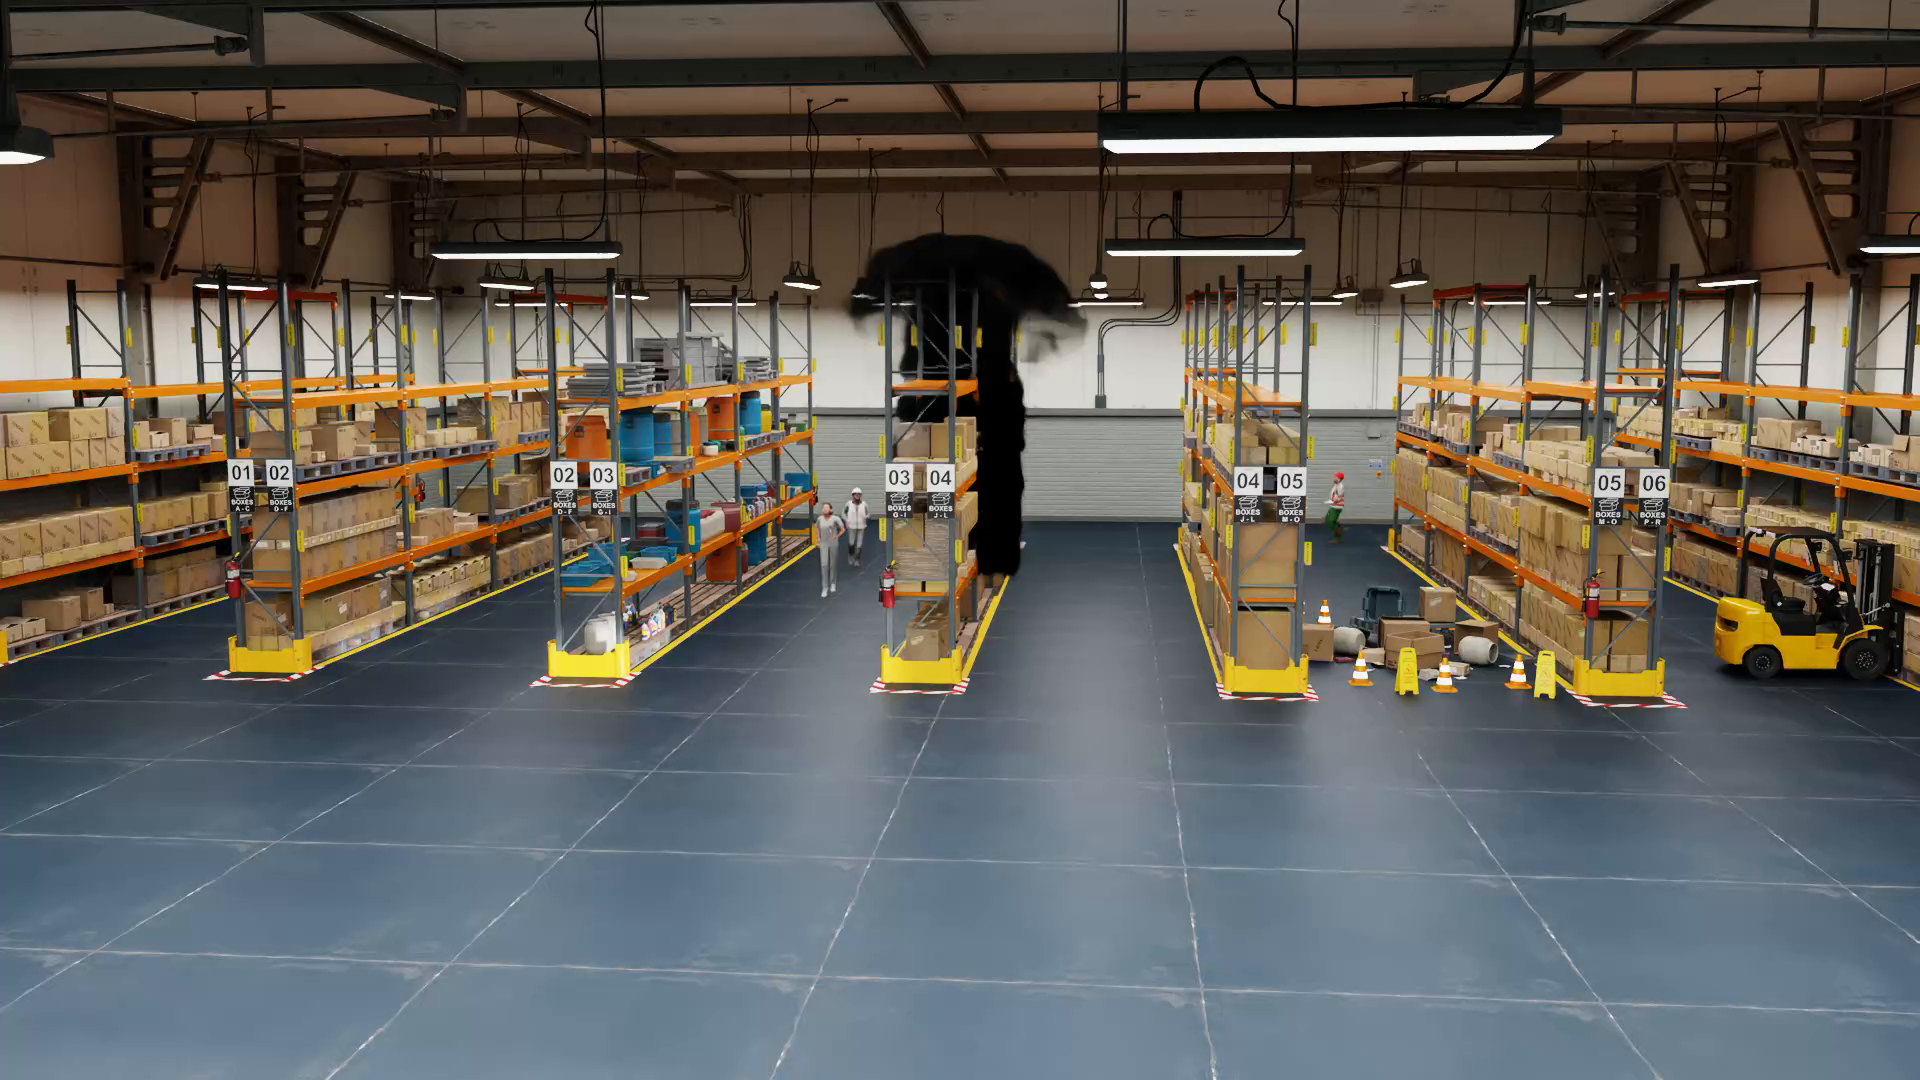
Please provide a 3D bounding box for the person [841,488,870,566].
[{"bbox_3d":[-2.261,-0.275,36.291,0.633,1.729,0.628,-1,7,-9],"label":"person"}]

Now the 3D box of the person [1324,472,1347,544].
[{"bbox_3d":[9.182,-0.784,40.585,0.595,1.742,0.657,1,7,5],"label":"person"}]

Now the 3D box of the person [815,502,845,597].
[{"bbox_3d":[-2.409,0.151,30.860,0.582,1.738,0.730,1,7,7],"label":"person"}]
